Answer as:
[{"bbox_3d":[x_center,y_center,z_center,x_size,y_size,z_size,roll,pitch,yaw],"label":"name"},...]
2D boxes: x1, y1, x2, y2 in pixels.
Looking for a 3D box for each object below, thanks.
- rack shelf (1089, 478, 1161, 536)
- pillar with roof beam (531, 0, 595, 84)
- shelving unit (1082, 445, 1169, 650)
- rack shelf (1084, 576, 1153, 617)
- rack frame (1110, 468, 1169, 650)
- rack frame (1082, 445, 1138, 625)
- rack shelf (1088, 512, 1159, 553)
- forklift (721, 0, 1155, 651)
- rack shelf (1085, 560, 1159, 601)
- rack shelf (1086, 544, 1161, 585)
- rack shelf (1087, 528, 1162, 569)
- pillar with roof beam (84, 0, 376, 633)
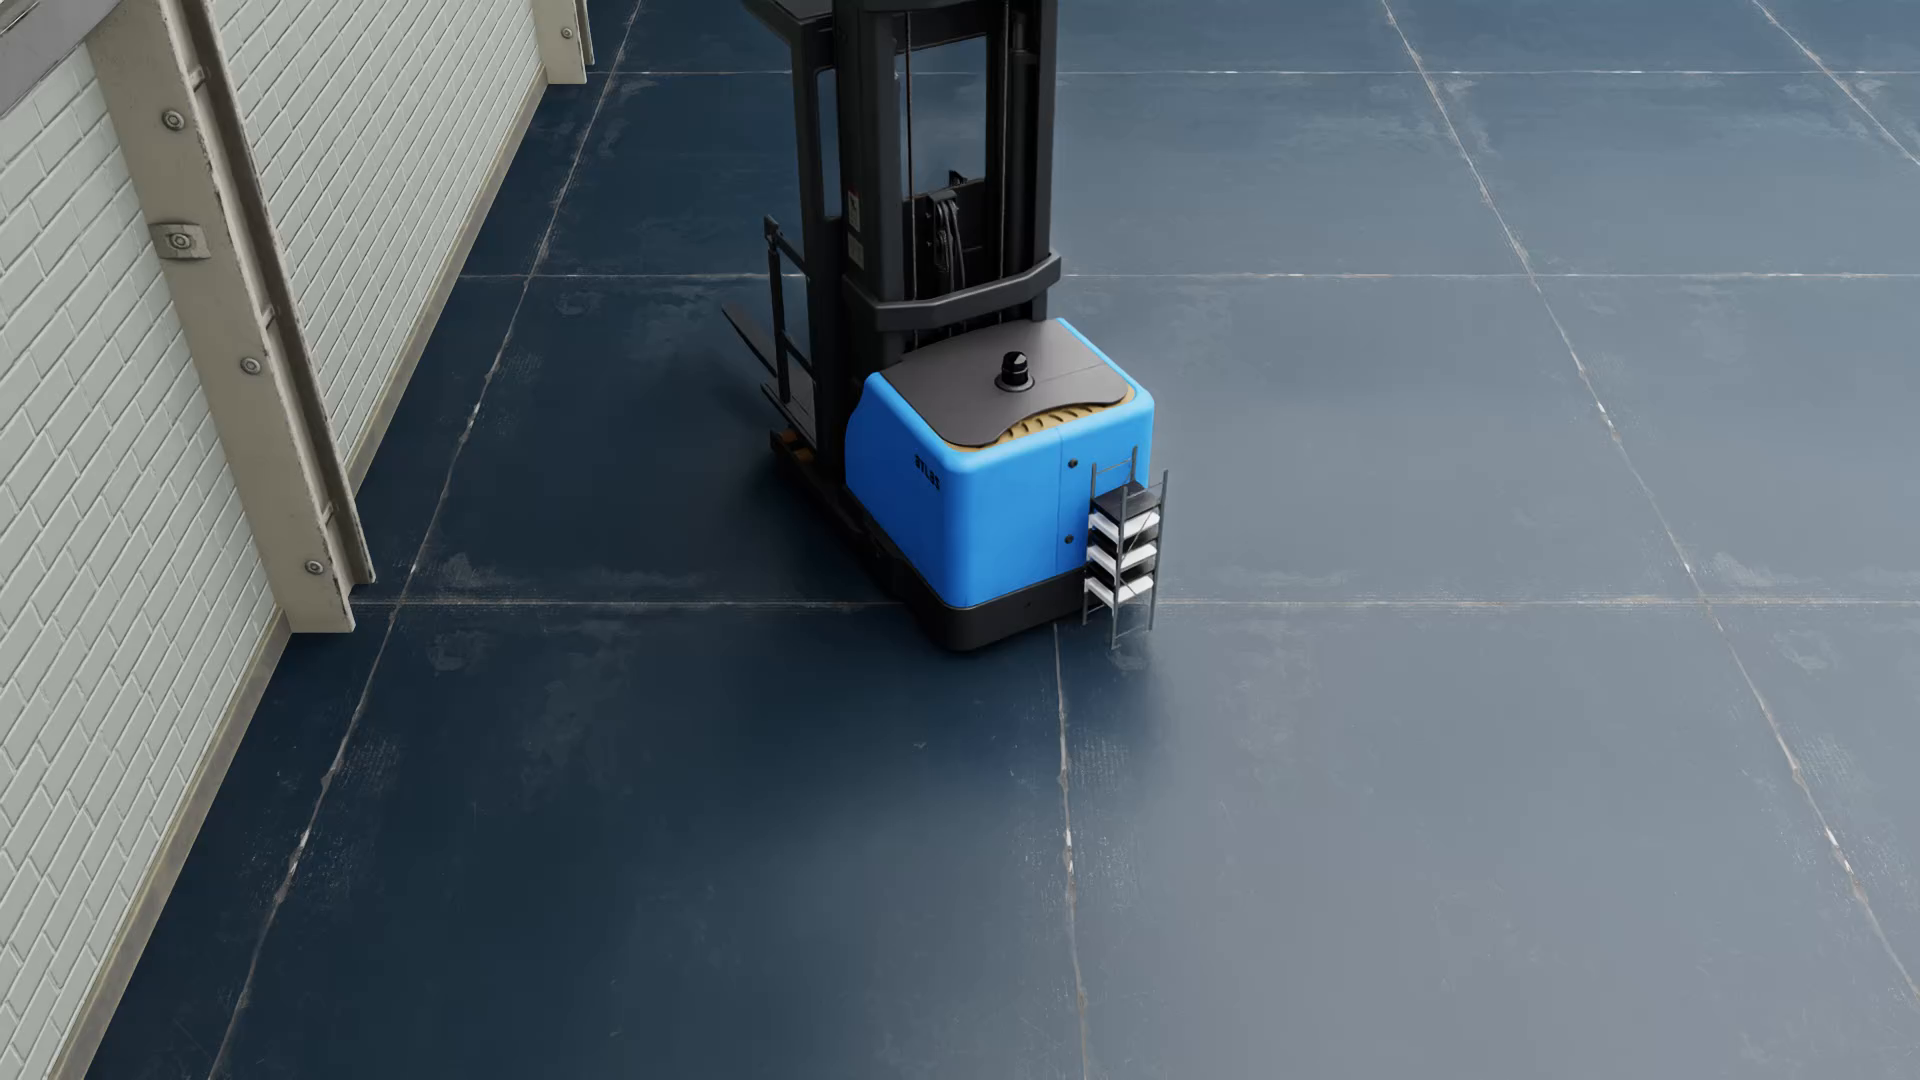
[{"bbox_3d":[0.711,-0.141,7.073,0.258,0.077,0.200,-23,44,-26],"label":"rack shelf"},{"bbox_3d":[1.411,-6.975,9.504,9.100,9.000,0.400,0,39,0],"label":"pillar with roof beam"},{"bbox_3d":[0.710,0.044,7.221,0.258,0.900,0.210,-23,44,-26],"label":"shelving unit"},{"bbox_3d":[0.710,0.210,7.354,0.258,0.077,0.200,-23,44,-26],"label":"rack shelf"},{"bbox_3d":[0.768,0.096,7.156,0.240,0.900,0.006,-23,44,-26],"label":"rack frame"},{"bbox_3d":[0.653,-0.009,7.286,0.240,0.900,0.006,-23,44,-26],"label":"rack frame"},{"bbox_3d":[0.711,-0.071,7.129,0.258,0.077,0.200,-23,44,-26],"label":"rack shelf"},{"bbox_3d":[-0.309,-1.564,7.604,1.130,2.935,3.031,-19,43,-22],"label":"forklift"},{"bbox_3d":[0.710,0.140,7.298,0.258,0.077,0.200,-23,44,-26],"label":"rack shelf"},{"bbox_3d":[0.710,0.070,7.242,0.258,0.077,0.200,-23,44,-26],"label":"rack shelf"},{"bbox_3d":[0.710,-0.001,7.186,0.258,0.077,0.200,-23,44,-26],"label":"rack shelf"},{"bbox_3d":[1.418,-3.223,4.822,9.100,9.000,0.400,0,39,0],"label":"pillar with roof beam"}]
